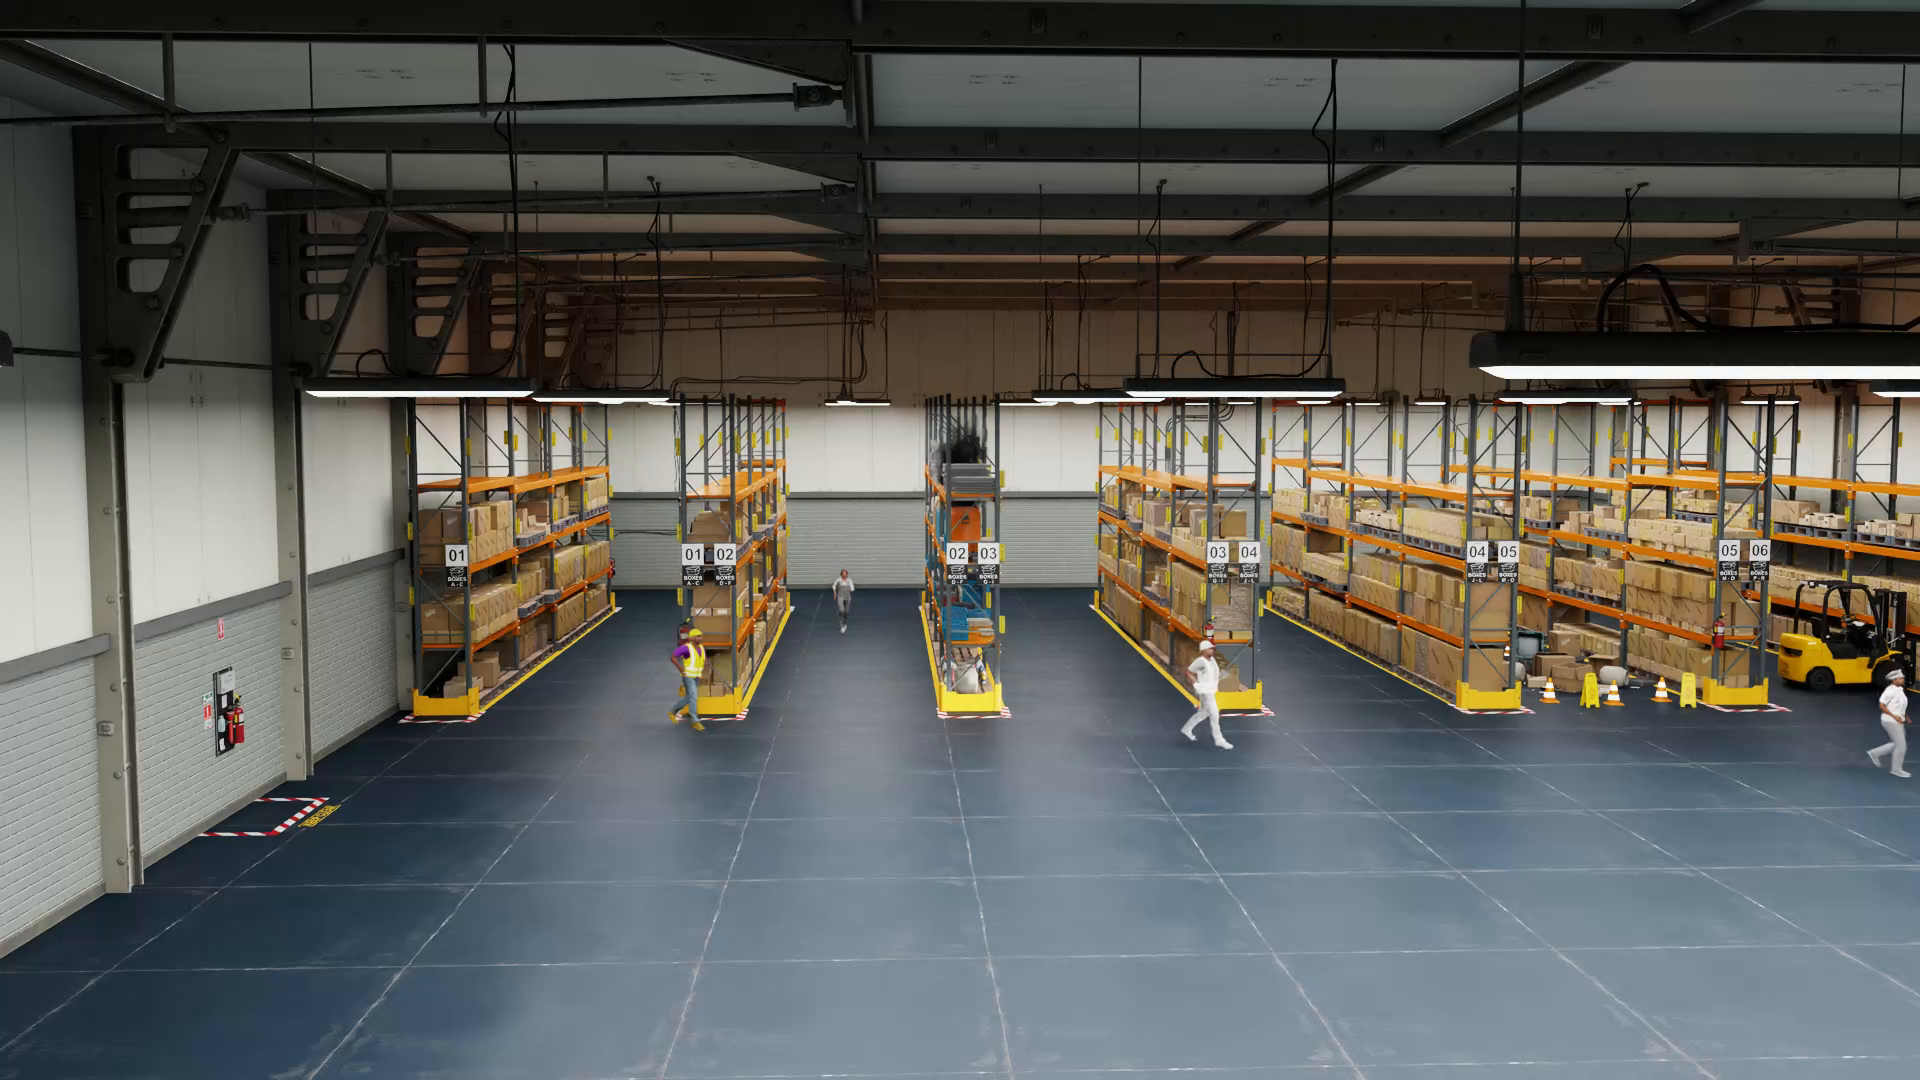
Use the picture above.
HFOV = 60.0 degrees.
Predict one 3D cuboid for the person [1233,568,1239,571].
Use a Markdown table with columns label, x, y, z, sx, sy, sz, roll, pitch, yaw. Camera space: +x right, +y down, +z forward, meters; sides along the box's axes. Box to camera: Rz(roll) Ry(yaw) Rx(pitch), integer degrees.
| label | x | y | z | sx | sy | sz | roll | pitch | yaw |
| --- | --- | --- | --- | --- | --- | --- | --- | --- | --- |
| person | 7.915 | 1.016 | 48.233 | 0.987 | 1.752 | 0.716 | -4 | 6 | -40 |

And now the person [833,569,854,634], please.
| label | x | y | z | sx | sy | sz | roll | pitch | yaw |
| --- | --- | --- | --- | --- | --- | --- | --- | --- | --- |
| person | -2.973 | 1.554 | 42.578 | 0.510 | 1.643 | 0.737 | -1 | 5 | -15 |

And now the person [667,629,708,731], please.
| label | x | y | z | sx | sy | sz | roll | pitch | yaw |
| --- | --- | --- | --- | --- | --- | --- | --- | --- | --- |
| person | -4.834 | 2.480 | 29.989 | 0.921 | 1.768 | 0.722 | 3 | 5 | 30 |

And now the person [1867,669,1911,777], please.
| label | x | y | z | sx | sy | sz | roll | pitch | yaw |
| --- | --- | --- | --- | --- | --- | --- | --- | --- | --- |
| person | 14.549 | 2.844 | 26.016 | 0.587 | 1.679 | 0.660 | -4 | 6 | -44 |

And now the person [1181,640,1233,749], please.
| label | x | y | z | sx | sy | sz | roll | pitch | yaw |
| --- | --- | --- | --- | --- | --- | --- | --- | --- | --- |
| person | 4.177 | 2.583 | 28.090 | 0.980 | 1.781 | 0.681 | 2 | 5 | 28 |
